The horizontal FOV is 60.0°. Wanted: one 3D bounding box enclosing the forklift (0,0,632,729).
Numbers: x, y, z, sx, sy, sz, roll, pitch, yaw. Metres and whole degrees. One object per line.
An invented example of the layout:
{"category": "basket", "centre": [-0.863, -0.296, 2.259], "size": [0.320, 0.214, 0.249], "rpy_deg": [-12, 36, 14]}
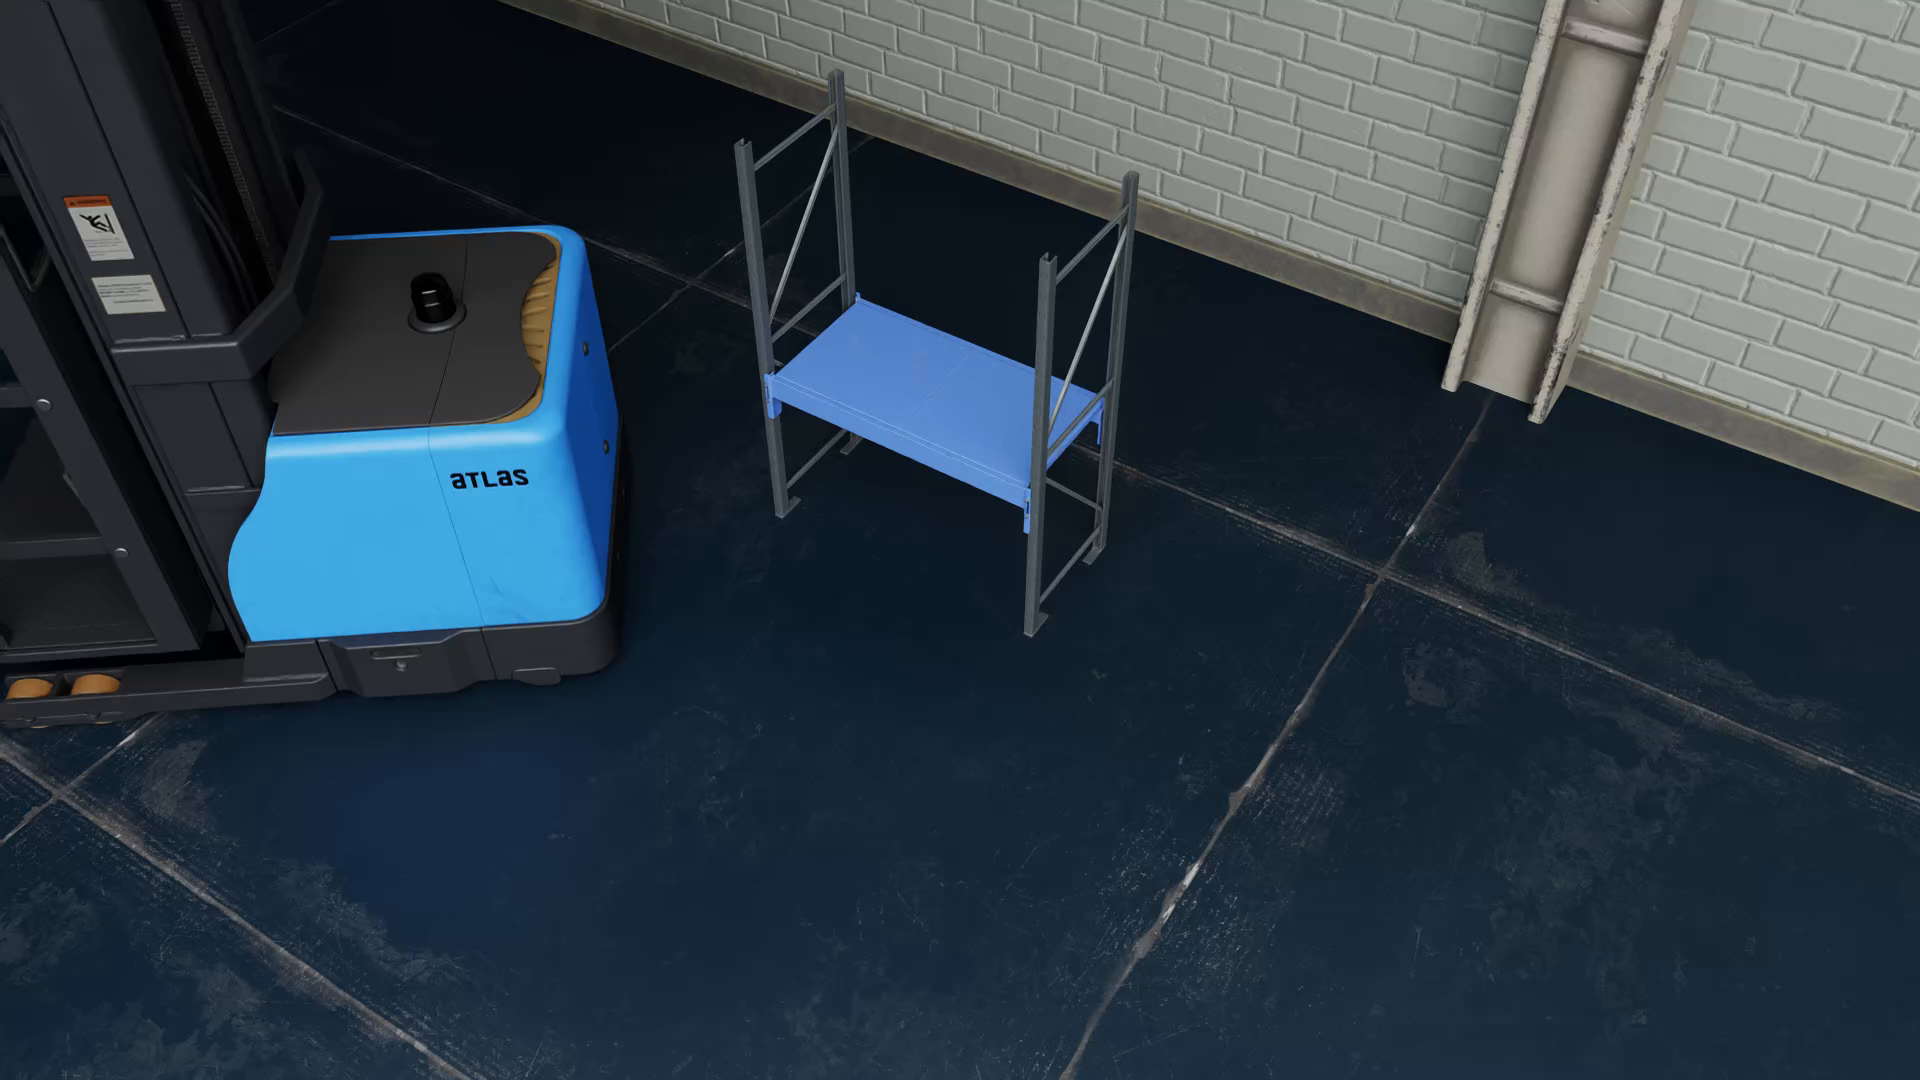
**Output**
{"category": "forklift", "centre": [-2.634, -0.833, 4.516], "size": [3.031, 2.935, 1.130], "rpy_deg": [-4, 46, -4]}

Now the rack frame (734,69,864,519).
{"category": "rack frame", "centre": [-0.500, -0.753, 5.435], "size": [0.032, 1.500, 0.500], "rpy_deg": [25, 51, 22]}

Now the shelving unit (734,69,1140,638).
{"category": "shelving unit", "centre": [-0.072, -0.556, 5.244], "size": [1.048, 1.500, 0.538], "rpy_deg": [25, 51, 22]}

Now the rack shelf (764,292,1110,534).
{"category": "rack shelf", "centre": [-0.072, -0.430, 5.373], "size": [1.000, 0.185, 0.538], "rpy_deg": [25, 51, 22]}

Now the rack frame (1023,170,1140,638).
{"category": "rack frame", "centre": [0.356, -0.359, 5.053], "size": [0.032, 1.500, 0.500], "rpy_deg": [25, 51, 22]}

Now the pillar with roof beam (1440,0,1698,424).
{"category": "pillar with roof beam", "centre": [-0.252, -1.134, 0.578], "size": [0.400, 9.000, 9.100], "rpy_deg": [25, 51, 22]}
